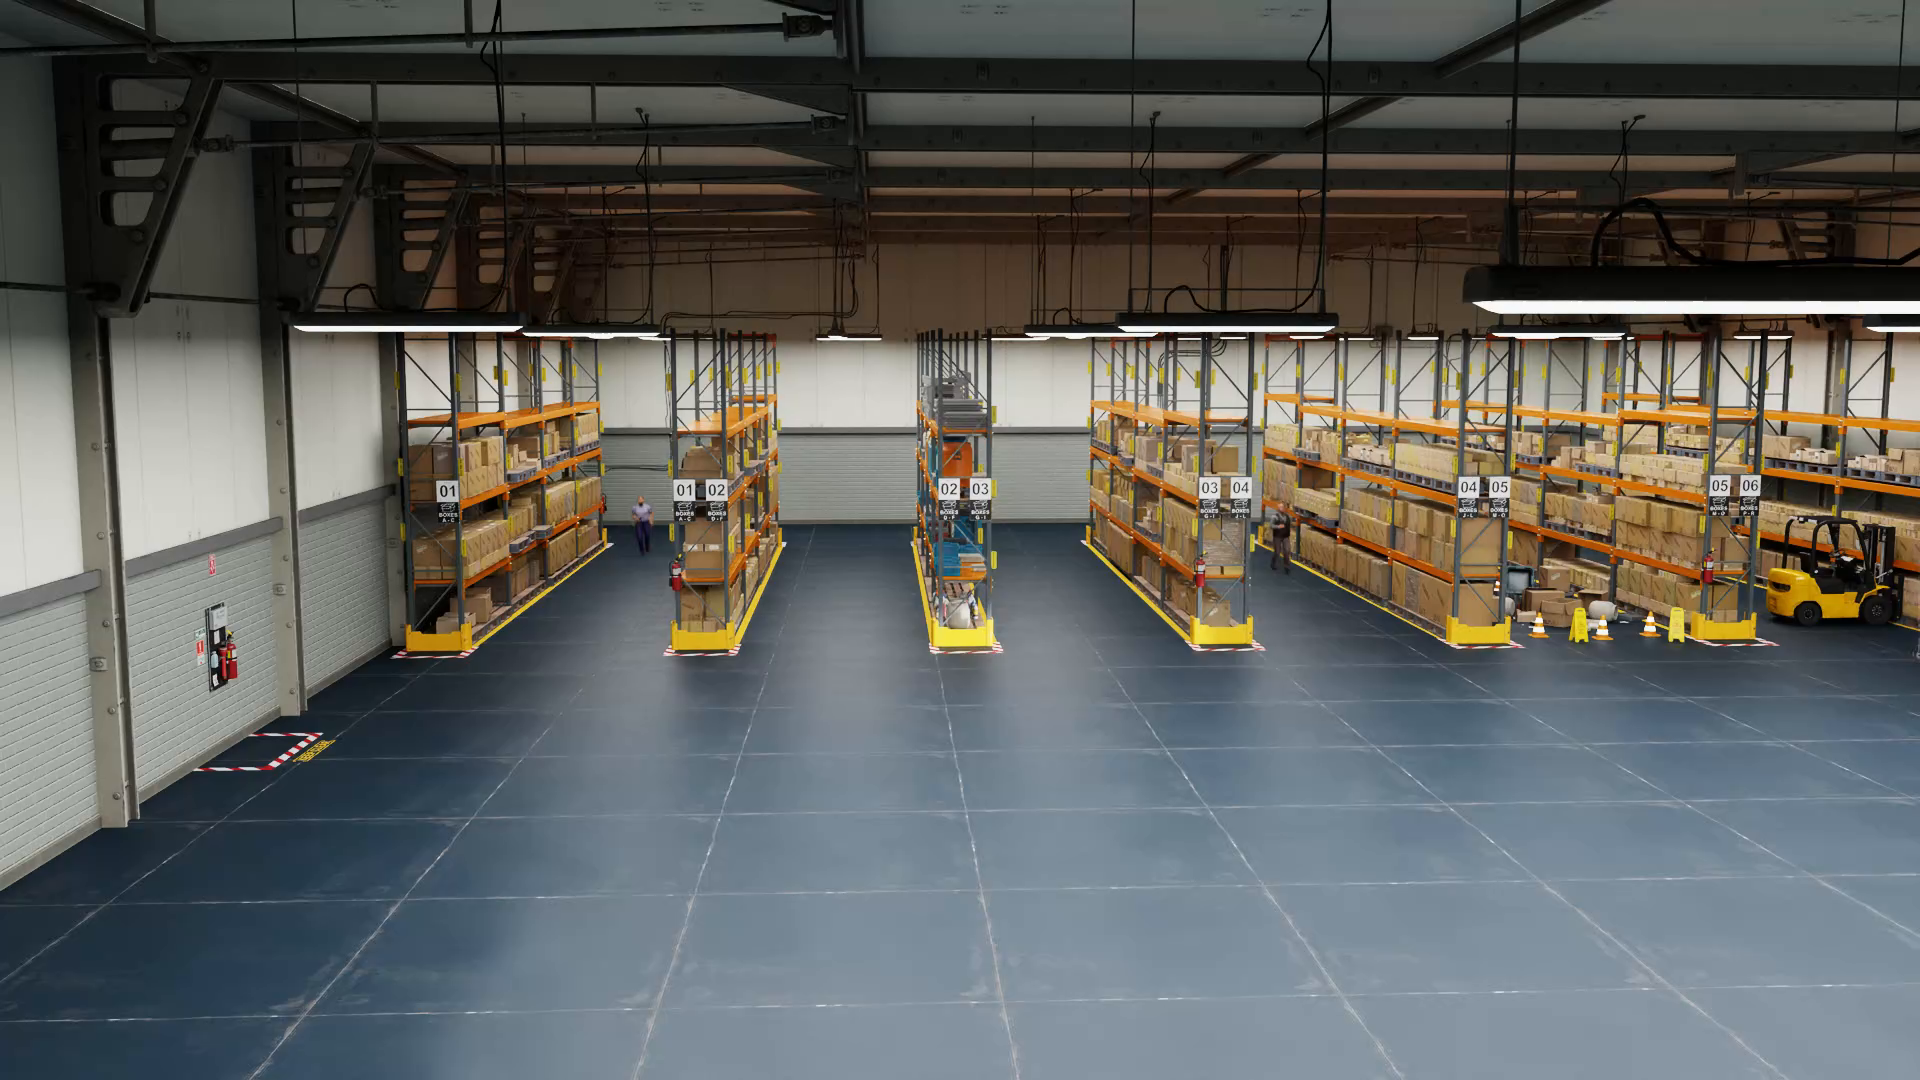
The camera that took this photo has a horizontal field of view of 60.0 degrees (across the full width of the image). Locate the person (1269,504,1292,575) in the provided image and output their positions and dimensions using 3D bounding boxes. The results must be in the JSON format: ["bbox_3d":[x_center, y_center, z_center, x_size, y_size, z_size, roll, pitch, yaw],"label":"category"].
[{"bbox_3d":[8.005,-0.037,41.476,0.653,1.739,0.902,-1,7,-12],"label":"person"}]

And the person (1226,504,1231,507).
[{"bbox_3d":[7.513,-0.467,46.112,0.574,1.565,0.602,1,7,4],"label":"person"}]

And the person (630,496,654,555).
[{"bbox_3d":[-8.638,-0.392,45.188,0.624,1.601,0.547,-1,7,-10],"label":"person"}]
